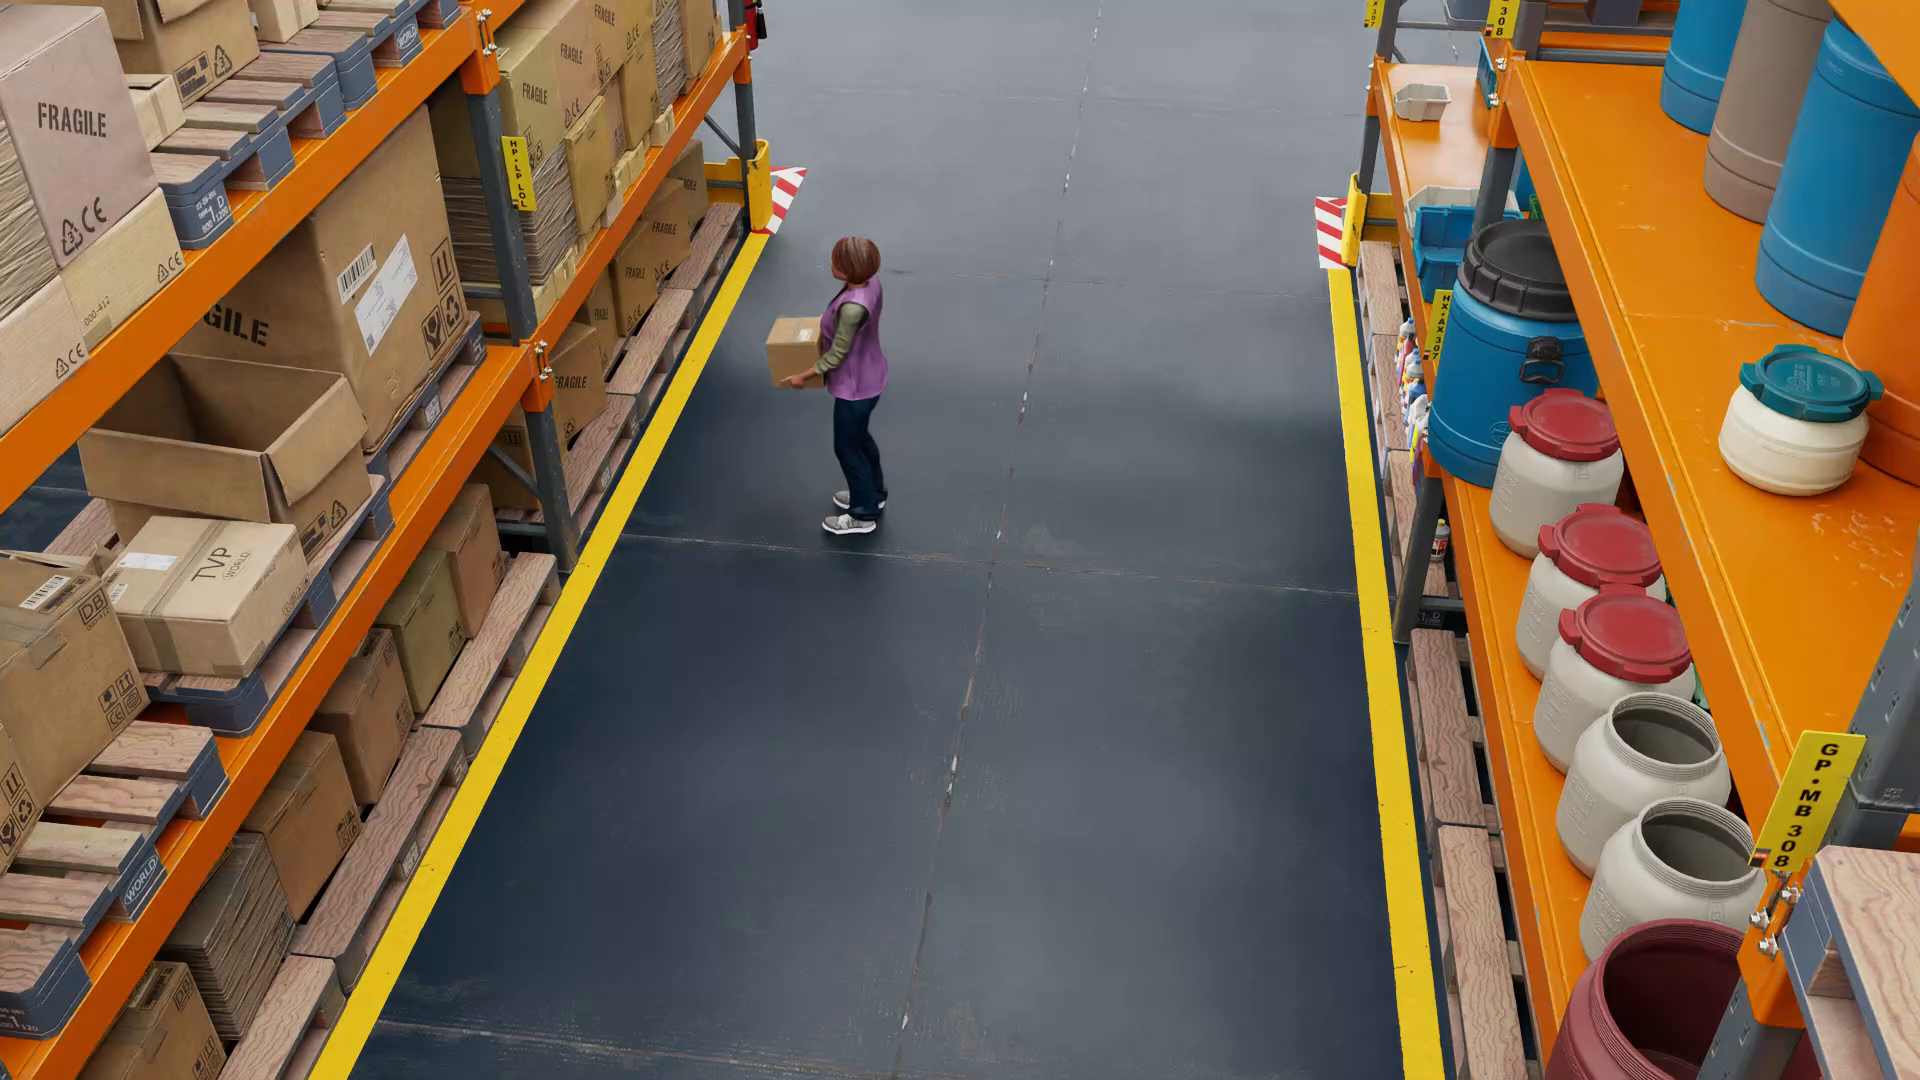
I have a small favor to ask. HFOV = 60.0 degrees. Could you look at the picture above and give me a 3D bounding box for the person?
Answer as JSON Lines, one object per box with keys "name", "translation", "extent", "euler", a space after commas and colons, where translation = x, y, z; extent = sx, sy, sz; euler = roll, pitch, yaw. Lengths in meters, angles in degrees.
{"name": "person", "translation": [-0.591, -0.755, 8.058], "extent": [0.489, 1.596, 0.425], "euler": [4, 37, 6]}
